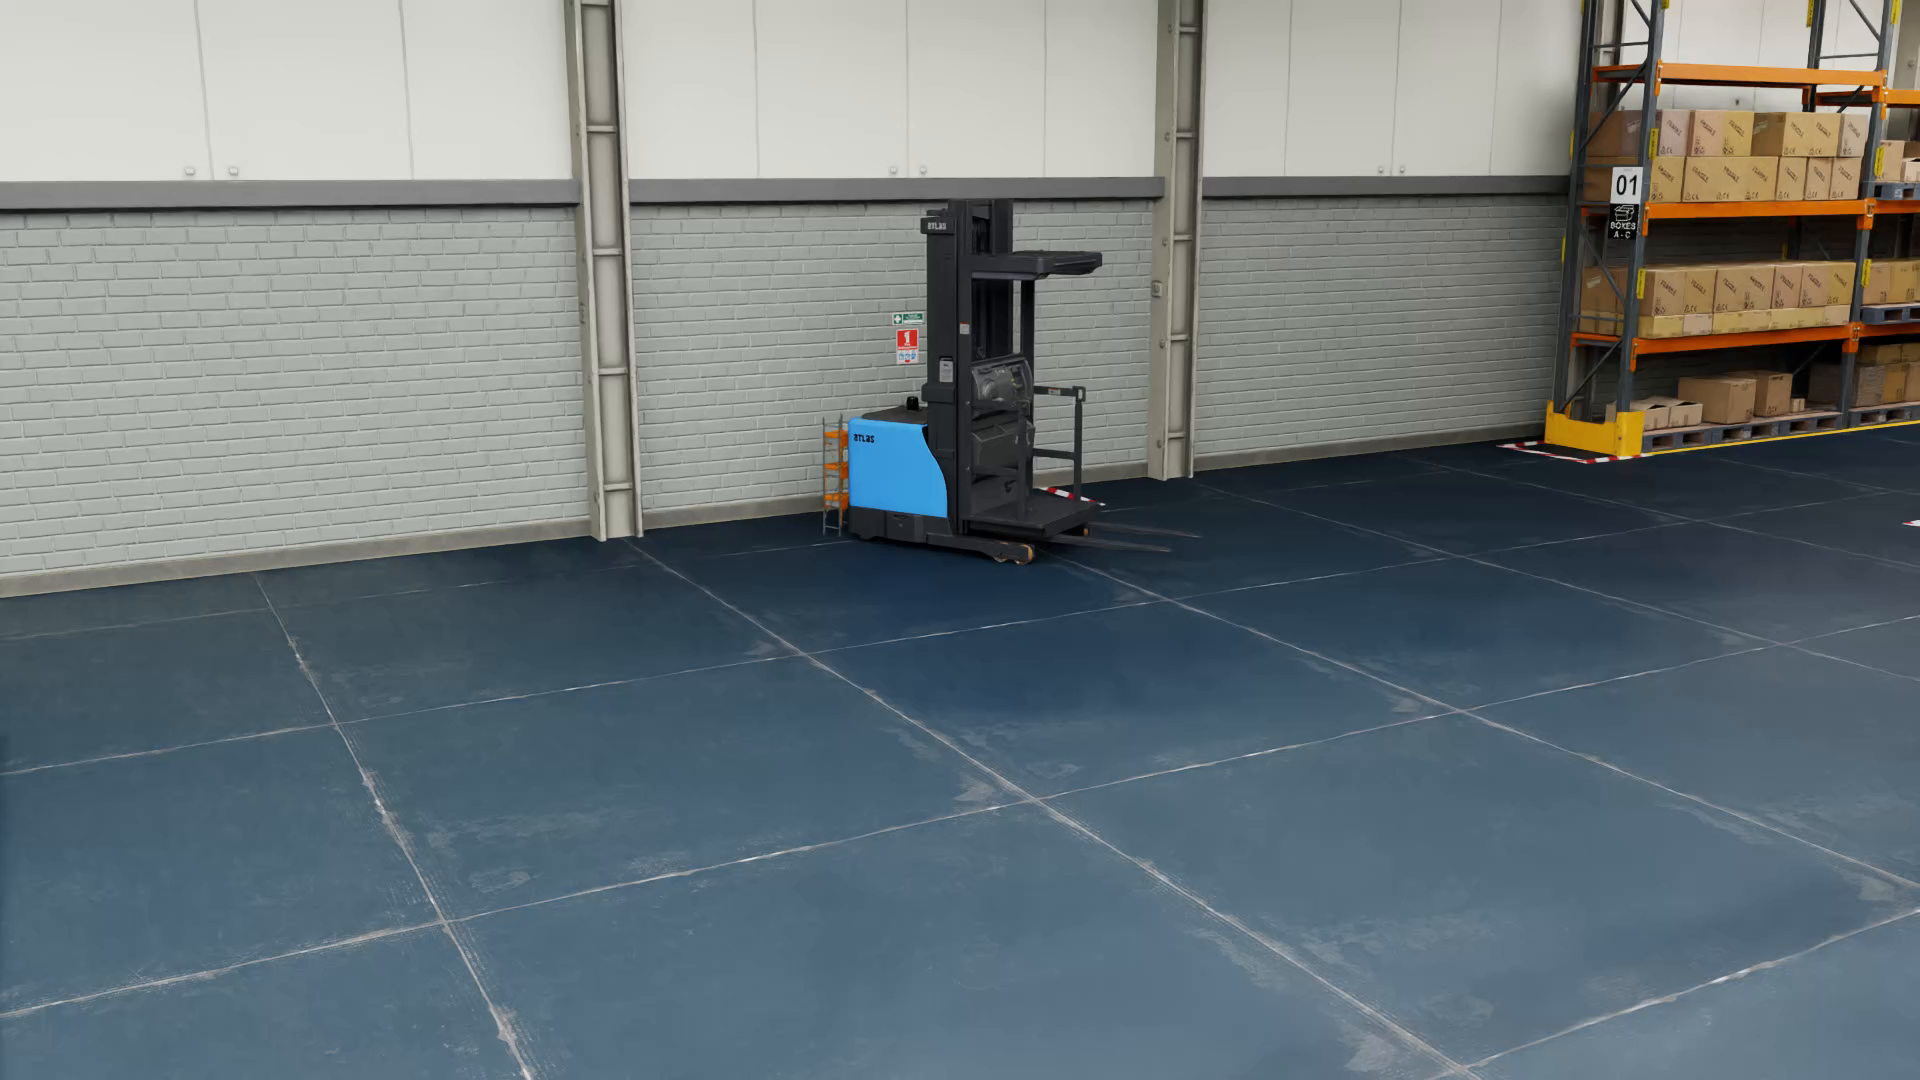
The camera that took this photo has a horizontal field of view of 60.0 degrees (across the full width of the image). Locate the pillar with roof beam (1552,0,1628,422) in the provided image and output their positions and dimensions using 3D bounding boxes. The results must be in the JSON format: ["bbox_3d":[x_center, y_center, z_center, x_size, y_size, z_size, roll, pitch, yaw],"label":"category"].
[{"bbox_3d":[9.547,-4.862,15.715,0.400,9.000,9.100,-7,14,-28],"label":"pillar with roof beam"}]

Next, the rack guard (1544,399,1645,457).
[{"bbox_3d":[7.351,-1.313,19.303,0.348,0.500,1.175,-7,14,-28],"label":"rack guard"}]

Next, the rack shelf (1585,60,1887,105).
[{"bbox_3d":[9.039,-5.309,19.348,4.000,0.370,1.077,-7,14,-28],"label":"rack shelf"}]

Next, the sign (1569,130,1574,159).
[{"bbox_3d":[7.036,-4.528,19.051,0.005,0.325,0.100,-7,14,-28],"label":"sign"}]

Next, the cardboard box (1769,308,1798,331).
[{"bbox_3d":[9.649,-2.666,19.922,0.500,0.250,0.500,-7,14,-28],"label":"cardboard box"}]

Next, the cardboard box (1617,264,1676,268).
[{"bbox_3d":[8.042,-2.968,19.554,0.500,0.500,0.500,-7,14,-27],"label":"cardboard box"}]

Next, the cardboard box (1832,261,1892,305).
[{"bbox_3d":[11.258,-3.255,21.012,0.500,0.500,0.700,-7,14,-28],"label":"cardboard box"}]

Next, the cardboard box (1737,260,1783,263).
[{"bbox_3d":[9.826,-3.184,20.515,0.500,0.500,0.500,-7,14,-28],"label":"cardboard box"}]

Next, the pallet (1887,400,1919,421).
[{"bbox_3d":[12.550,-1.796,22.108,1.213,0.211,1.003,-7,14,-28],"label":"pallet"}]

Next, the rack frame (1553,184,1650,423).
[{"bbox_3d":[7.284,-2.524,18.993,0.127,3.000,1.000,-7,14,-28],"label":"rack frame"}]

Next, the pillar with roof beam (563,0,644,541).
[{"bbox_3d":[-0.986,-3.599,10.106,0.400,9.000,9.100,-7,14,-28],"label":"pillar with roof beam"}]

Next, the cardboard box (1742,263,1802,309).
[{"bbox_3d":[9.646,-3.033,19.844,0.500,0.500,0.500,-7,15,-29],"label":"cardboard box"}]

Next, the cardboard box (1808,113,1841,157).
[{"bbox_3d":[10.006,-4.790,19.677,0.500,0.500,0.500,-6,14,-25],"label":"cardboard box"}]

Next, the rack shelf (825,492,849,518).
[{"bbox_3d":[-1.063,-0.294,14.827,0.215,0.259,0.240,10,15,35],"label":"rack shelf"}]

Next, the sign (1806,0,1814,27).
[{"bbox_3d":[10.524,-6.511,20.556,0.005,0.325,0.100,-7,14,-28],"label":"sign"}]

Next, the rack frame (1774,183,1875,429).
[{"bbox_3d":[10.795,-2.945,20.862,0.127,3.000,1.000,-7,14,-28],"label":"rack frame"}]

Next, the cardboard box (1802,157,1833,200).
[{"bbox_3d":[10.020,-4.315,19.847,0.500,0.500,0.500,-8,15,-33],"label":"cardboard box"}]

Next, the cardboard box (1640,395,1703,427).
[{"bbox_3d":[8.435,-1.542,19.752,0.500,0.311,0.500,-6,14,-23],"label":"cardboard box"}]

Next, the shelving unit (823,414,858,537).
[{"bbox_3d":[-1.059,-0.576,14.766,0.215,1.050,0.252,10,15,35],"label":"shelving unit"}]

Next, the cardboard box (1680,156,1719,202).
[{"bbox_3d":[8.186,-4.083,18.813,0.500,0.500,0.500,-6,14,-24],"label":"cardboard box"}]

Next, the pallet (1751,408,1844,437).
[{"bbox_3d":[10.222,-1.507,20.824,1.213,0.211,1.003,-7,14,-28],"label":"pallet"}]

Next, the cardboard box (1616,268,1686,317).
[{"bbox_3d":[7.847,-2.819,18.890,0.500,0.500,0.500,-7,14,-28],"label":"cardboard box"}]

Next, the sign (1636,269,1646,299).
[{"bbox_3d":[7.544,-2.842,18.433,0.005,0.325,0.100,-7,14,-28],"label":"sign"}]

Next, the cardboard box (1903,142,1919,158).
[{"bbox_3d":[12.396,-4.834,21.240,0.500,0.500,0.500,-7,15,-30],"label":"cardboard box"}]

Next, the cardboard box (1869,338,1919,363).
[{"bbox_3d":[12.273,-2.489,21.820,0.500,0.250,0.500,-7,15,-29],"label":"cardboard box"}]

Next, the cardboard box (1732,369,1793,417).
[{"bbox_3d":[9.903,-1.823,20.569,0.500,0.500,0.500,-8,15,-32],"label":"cardboard box"}]

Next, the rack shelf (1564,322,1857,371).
[{"bbox_3d":[9.039,-2.383,20.007,4.000,0.370,1.077,-7,14,-28],"label":"rack shelf"}]

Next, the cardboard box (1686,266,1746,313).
[{"bbox_3d":[8.742,-2.922,19.349,0.500,0.500,0.500,-7,15,-30],"label":"cardboard box"}]

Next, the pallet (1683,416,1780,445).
[{"bbox_3d":[9.150,-1.378,20.250,1.213,0.211,1.003,-7,14,-28],"label":"pallet"}]

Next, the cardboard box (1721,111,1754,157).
[{"bbox_3d":[8.647,-4.627,18.953,0.500,0.500,0.500,-6,14,-26],"label":"cardboard box"}]

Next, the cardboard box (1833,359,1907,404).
[{"bbox_3d":[11.863,-2.085,21.731,0.500,0.500,0.700,-7,15,-29],"label":"cardboard box"}]

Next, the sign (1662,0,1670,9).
[{"bbox_3d":[7.544,-5.841,17.758,0.005,0.325,0.100,-7,14,-28],"label":"sign"}]

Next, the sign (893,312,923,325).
[{"bbox_3d":[-0.496,-2.117,15.896,0.331,0.109,0.001,-7,14,-28],"label":"sign"}]

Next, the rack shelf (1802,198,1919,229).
[{"bbox_3d":[12.550,-4.268,21.547,4.000,0.370,1.077,-7,14,-28],"label":"rack shelf"}]

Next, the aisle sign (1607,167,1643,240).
[{"bbox_3d":[7.365,-3.727,18.417,0.004,0.787,0.394,-7,14,-28],"label":"aisle sign"}]

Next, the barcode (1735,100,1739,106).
[{"bbox_3d":[9.369,-5.272,20.043,0.075,0.075,0.001,-7,14,-28],"label":"barcode"}]

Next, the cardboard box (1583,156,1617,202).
[{"bbox_3d":[7.529,-4.139,19.062,0.500,0.500,0.500,-6,14,-24],"label":"cardboard box"}]

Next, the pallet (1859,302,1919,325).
[{"bbox_3d":[11.535,-2.904,21.116,1.213,0.211,1.003,-7,14,-28],"label":"pallet"}]

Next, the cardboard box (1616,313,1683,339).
[{"bbox_3d":[7.864,-2.451,18.963,0.500,0.250,0.500,-7,15,-29],"label":"cardboard box"}]

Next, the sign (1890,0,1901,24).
[{"bbox_3d":[11.039,-6.259,19.619,0.005,0.325,0.100,-7,14,-28],"label":"sign"}]

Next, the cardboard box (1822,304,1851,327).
[{"bbox_3d":[10.524,-2.773,20.396,0.500,0.250,0.500,-7,14,-28],"label":"cardboard box"}]

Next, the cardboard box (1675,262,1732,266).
[{"bbox_3d":[8.936,-3.076,20.035,0.500,0.500,0.500,-7,14,-27],"label":"cardboard box"}]

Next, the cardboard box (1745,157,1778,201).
[{"bbox_3d":[9.100,-4.198,19.328,0.500,0.500,0.500,-6,14,-24],"label":"cardboard box"}]

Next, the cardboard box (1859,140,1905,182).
[{"bbox_3d":[11.313,-4.704,20.663,0.500,0.500,0.500,-5,13,-20],"label":"cardboard box"}]

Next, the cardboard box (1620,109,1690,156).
[{"bbox_3d":[7.738,-4.527,18.513,0.500,0.500,0.500,-8,15,-32],"label":"cardboard box"}]

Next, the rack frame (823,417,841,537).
[{"bbox_3d":[-1.130,-0.556,14.669,0.200,1.050,0.008,10,15,35],"label":"rack frame"}]

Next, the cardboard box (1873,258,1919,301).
[{"bbox_3d":[12.315,-3.388,21.602,0.500,0.500,0.700,-5,14,-20],"label":"cardboard box"}]

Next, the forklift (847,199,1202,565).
[{"bbox_3d":[0.538,-1.358,13.968,3.031,2.935,1.130,8,15,30],"label":"forklift"}]

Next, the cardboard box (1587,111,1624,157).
[{"bbox_3d":[7.537,-4.629,18.966,0.500,0.500,0.500,-6,14,-25],"label":"cardboard box"}]

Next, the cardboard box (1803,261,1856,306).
[{"bbox_3d":[10.528,-3.138,20.309,0.500,0.500,0.500,-7,14,-28],"label":"cardboard box"}]

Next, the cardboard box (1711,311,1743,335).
[{"bbox_3d":[8.763,-2.561,19.451,0.500,0.250,0.500,-7,15,-29],"label":"cardboard box"}]
